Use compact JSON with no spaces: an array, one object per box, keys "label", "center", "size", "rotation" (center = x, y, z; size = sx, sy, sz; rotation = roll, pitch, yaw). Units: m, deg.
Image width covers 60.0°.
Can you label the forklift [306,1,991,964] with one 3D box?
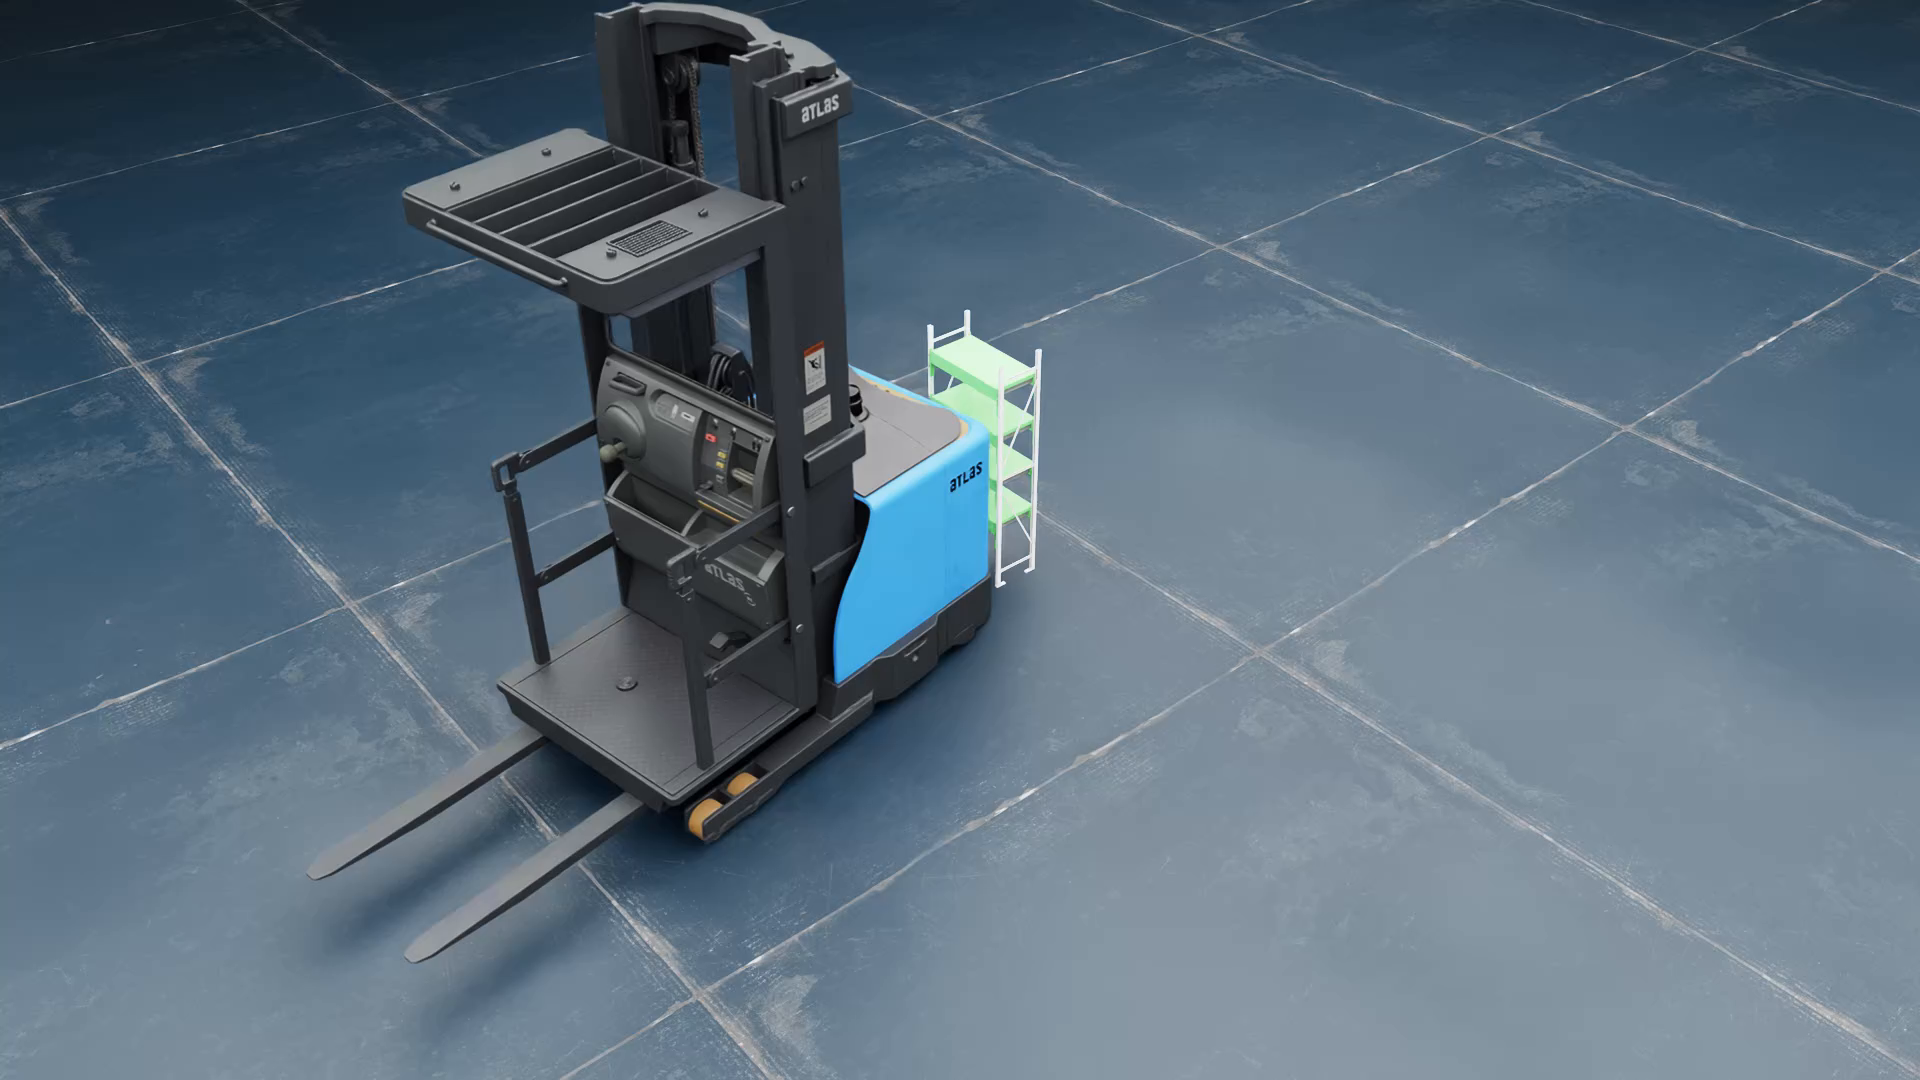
[{"label":"forklift","center":[-1.188,-0.335,6.187],"size":[1.130,2.935,3.031],"rotation":[26,43,32]}]

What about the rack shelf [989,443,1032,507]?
[{"label":"rack shelf","center":[0.107,-0.364,7.837],"size":[0.258,0.148,0.480],"rotation":[-26,43,-32]}]

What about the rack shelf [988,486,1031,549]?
[{"label":"rack shelf","center":[0.107,-0.169,7.976],"size":[0.258,0.148,0.480],"rotation":[-26,43,-32]}]

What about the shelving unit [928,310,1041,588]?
[{"label":"shelving unit","center":[0.107,-0.417,7.800],"size":[0.258,1.200,0.503],"rotation":[-26,43,-32]}]

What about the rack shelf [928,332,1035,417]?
[{"label":"rack shelf","center":[0.107,-0.756,7.560],"size":[0.258,0.148,0.480],"rotation":[-26,43,-32]}]

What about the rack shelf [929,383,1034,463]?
[{"label":"rack shelf","center":[0.107,-0.560,7.698],"size":[0.258,0.148,0.480],"rotation":[-26,43,-32]}]

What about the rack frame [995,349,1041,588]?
[{"label":"rack frame","center":[0.264,-0.309,7.648],"size":[0.240,1.200,0.015],"rotation":[-26,43,-32]}]

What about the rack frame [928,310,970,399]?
[{"label":"rack frame","center":[-0.051,-0.524,7.952],"size":[0.240,1.200,0.015],"rotation":[-26,43,-32]}]
